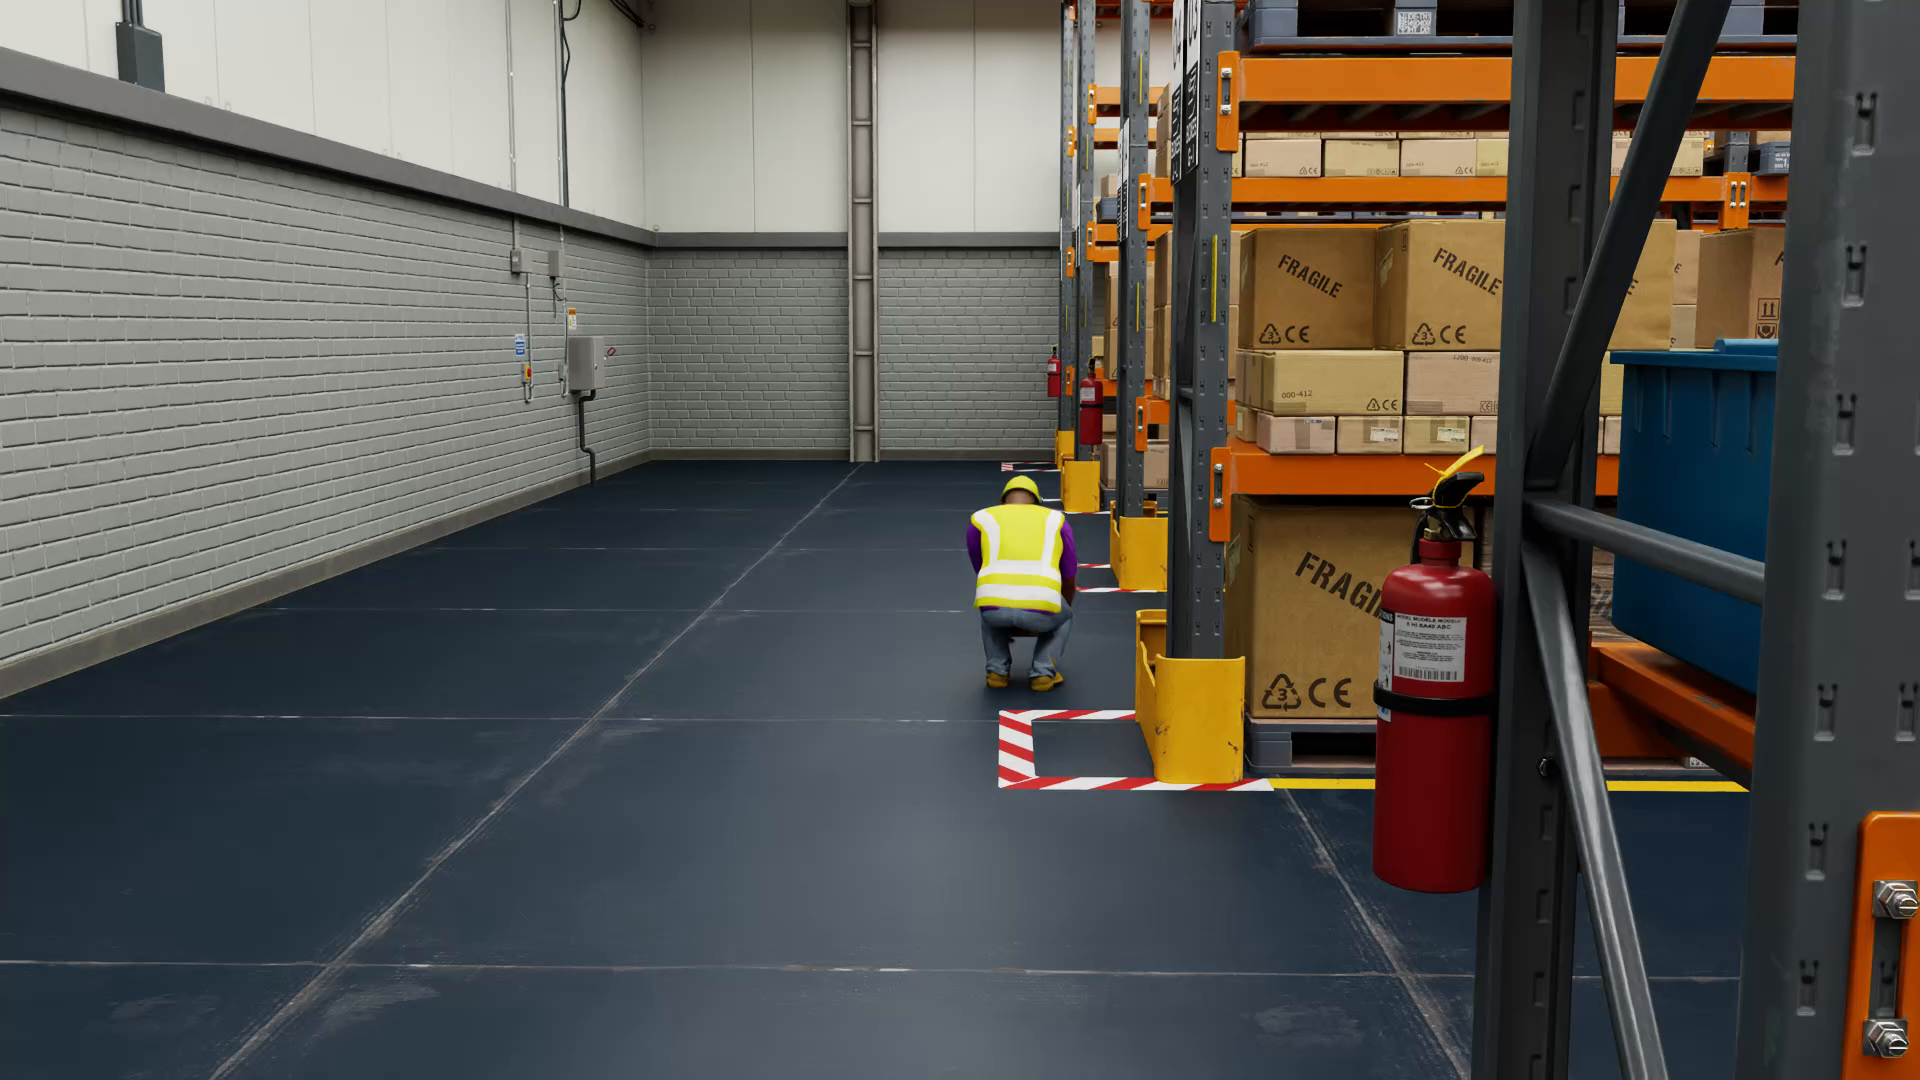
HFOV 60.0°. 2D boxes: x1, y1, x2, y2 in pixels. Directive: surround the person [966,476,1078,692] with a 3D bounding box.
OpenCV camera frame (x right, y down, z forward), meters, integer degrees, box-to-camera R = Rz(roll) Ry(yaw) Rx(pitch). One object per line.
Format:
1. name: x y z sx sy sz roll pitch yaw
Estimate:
1. person: 0.299 0.213 8.451 0.564 1.036 0.827 1 7 11
